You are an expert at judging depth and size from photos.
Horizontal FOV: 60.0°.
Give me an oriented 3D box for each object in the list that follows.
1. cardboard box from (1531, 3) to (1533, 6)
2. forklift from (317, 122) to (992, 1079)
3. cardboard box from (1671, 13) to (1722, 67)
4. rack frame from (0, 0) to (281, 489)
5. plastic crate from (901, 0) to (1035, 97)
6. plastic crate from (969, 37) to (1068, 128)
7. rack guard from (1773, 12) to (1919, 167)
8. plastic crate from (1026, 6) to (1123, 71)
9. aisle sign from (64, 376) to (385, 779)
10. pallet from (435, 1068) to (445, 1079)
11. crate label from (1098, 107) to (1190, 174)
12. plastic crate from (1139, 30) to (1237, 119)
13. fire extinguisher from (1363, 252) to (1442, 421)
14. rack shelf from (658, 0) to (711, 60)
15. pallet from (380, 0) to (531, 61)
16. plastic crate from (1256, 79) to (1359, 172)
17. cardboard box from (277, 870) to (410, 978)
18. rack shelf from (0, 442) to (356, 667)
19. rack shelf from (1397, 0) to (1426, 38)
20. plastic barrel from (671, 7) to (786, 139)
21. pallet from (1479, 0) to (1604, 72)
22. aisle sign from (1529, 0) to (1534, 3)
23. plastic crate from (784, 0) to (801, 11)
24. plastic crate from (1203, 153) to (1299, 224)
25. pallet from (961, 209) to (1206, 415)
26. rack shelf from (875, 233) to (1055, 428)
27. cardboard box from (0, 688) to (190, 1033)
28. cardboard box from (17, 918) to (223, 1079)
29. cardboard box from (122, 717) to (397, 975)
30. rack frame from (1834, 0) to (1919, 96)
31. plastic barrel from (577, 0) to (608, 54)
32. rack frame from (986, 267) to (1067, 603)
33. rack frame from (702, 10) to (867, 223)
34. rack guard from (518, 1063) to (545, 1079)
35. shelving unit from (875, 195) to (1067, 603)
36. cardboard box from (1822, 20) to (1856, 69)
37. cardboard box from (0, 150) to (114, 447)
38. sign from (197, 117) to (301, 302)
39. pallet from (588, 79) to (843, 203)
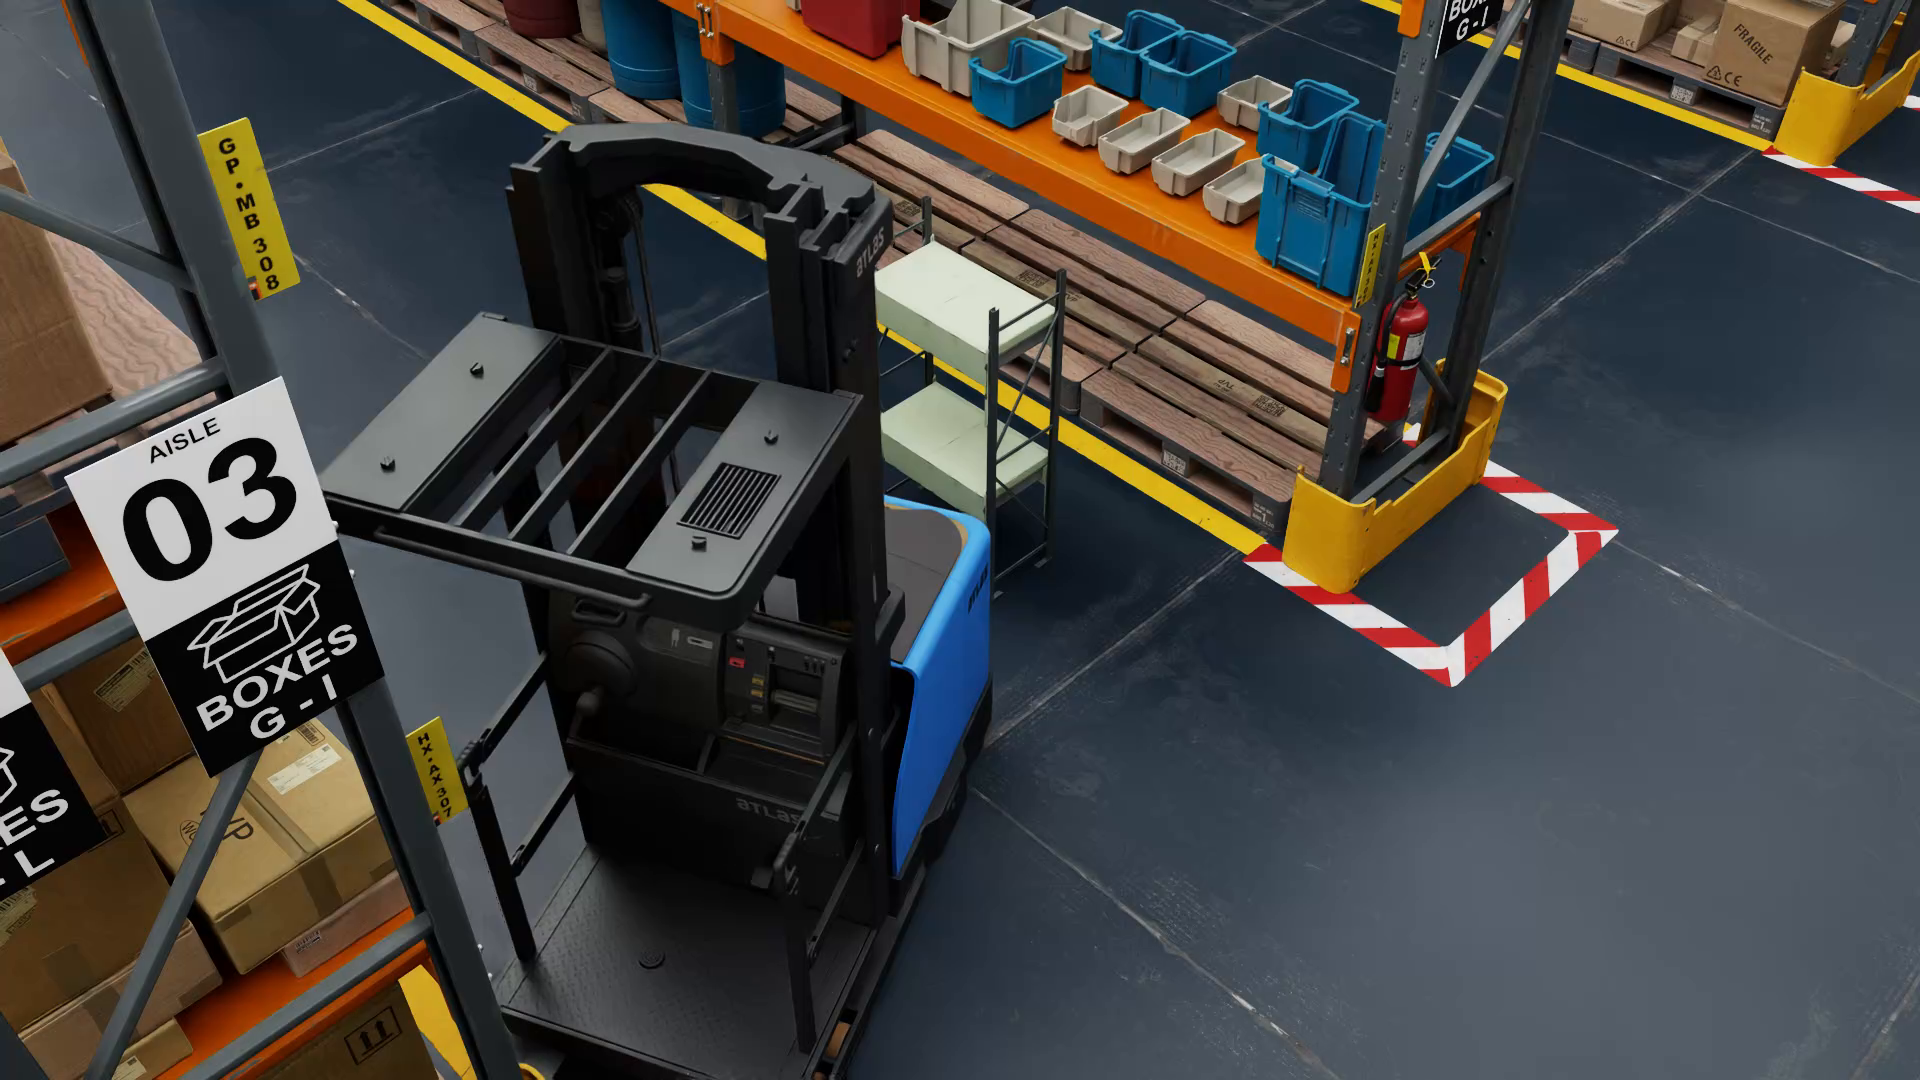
[{"bbox_3d":[3.905,-3.858,10.847,0.797,0.503,0.637,-34,53,-31],"label":"cardboard box"},{"bbox_3d":[-0.848,0.471,4.698,1.130,2.935,3.031,14,44,14],"label":"forklift"},{"bbox_3d":[4.618,-3.093,10.268,0.380,0.166,0.250,-34,53,-31],"label":"cardboard box"},{"bbox_3d":[-1.617,-1.048,1.871,1.000,3.000,0.127,-34,53,-31],"label":"rack frame"},{"bbox_3d":[0.013,-2.297,7.687,0.437,0.282,0.530,-34,53,-31],"label":"plastic crate"},{"bbox_3d":[0.258,-2.043,7.448,0.416,0.233,0.300,-34,53,-31],"label":"plastic crate"},{"bbox_3d":[5.345,-2.710,9.931,1.175,0.500,0.348,-34,53,-31],"label":"rack guard"},{"bbox_3d":[0.507,-2.373,7.876,0.293,0.136,0.466,-34,53,-31],"label":"plastic crate"},{"bbox_3d":[-1.354,0.091,3.143,0.394,0.787,0.004,-34,53,-31],"label":"aisle sign"},{"bbox_3d":[-2.237,1.832,5.229,1.003,0.211,1.213,-34,53,-31],"label":"pallet"},{"bbox_3d":[0.777,-1.717,7.166,0.396,0.136,0.243,-34,53,-31],"label":"crate label"},{"bbox_3d":[1.018,-2.089,7.497,0.416,0.233,0.300,-34,53,-31],"label":"plastic crate"},{"bbox_3d":[1.674,-0.763,6.315,0.296,0.674,0.183,-34,53,-31],"label":"fire extinguisher"},{"bbox_3d":[-2.348,-3.838,9.840,1.077,0.370,4.000,-34,53,-31],"label":"rack shelf"},{"bbox_3d":[-3.174,-3.680,11.194,1.003,0.211,1.213,-34,53,-31],"label":"pallet"},{"bbox_3d":[1.483,-1.772,7.154,0.416,0.233,0.300,-34,53,-31],"label":"plastic crate"},{"bbox_3d":[-1.634,0.918,4.348,0.380,0.149,0.250,-33,52,-31],"label":"cardboard box"},{"bbox_3d":[-3.030,-0.644,4.174,1.077,0.370,4.000,-34,53,-31],"label":"rack shelf"},{"bbox_3d":[0.477,-3.017,6.742,1.077,0.370,4.000,-34,53,-31],"label":"rack shelf"},{"bbox_3d":[-1.308,-2.794,9.418,0.600,0.901,0.708,-34,53,-31],"label":"plastic barrel"},{"bbox_3d":[3.924,-3.572,11.078,1.003,0.211,1.213,-34,53,-31],"label":"pallet"},{"bbox_3d":[2.151,-2.282,5.711,0.394,0.787,0.004,-34,53,-31],"label":"aisle sign"},{"bbox_3d":[-0.708,-2.774,8.309,0.396,0.136,0.243,-34,53,-31],"label":"plastic crate"},{"bbox_3d":[1.185,-1.449,6.876,0.396,0.136,0.243,-34,53,-31],"label":"plastic crate"},{"bbox_3d":[0.477,-1.196,8.506,1.003,0.211,1.213,-34,53,-31],"label":"pallet"},{"bbox_3d":[-0.005,-0.841,6.597,0.431,0.370,0.720,-34,53,-31],"label":"rack shelf"},{"bbox_3d":[-2.147,0.717,3.720,0.500,0.500,0.500,-33,52,-31],"label":"cardboard box"},{"bbox_3d":[-2.148,0.995,3.972,0.500,0.250,0.500,33,52,31],"label":"cardboard box"},{"bbox_3d":[-1.765,0.741,4.247,0.500,0.250,0.500,33,52,30],"label":"cardboard box"},{"bbox_3d":[5.399,-3.591,9.044,1.000,3.000,0.127,-34,53,-31],"label":"rack frame"},{"bbox_3d":[-2.143,-3.305,10.258,0.421,0.512,0.421,0,43,0],"label":"plastic barrel"},{"bbox_3d":[0.254,-0.378,6.672,0.400,1.500,0.023,-34,53,-31],"label":"rack frame"},{"bbox_3d":[-0.935,-3.141,8.556,1.000,3.000,0.127,-34,53,-31],"label":"rack frame"},{"bbox_3d":[-1.600,2.084,4.743,1.175,0.500,0.348,-34,53,-31],"label":"rack guard"},{"bbox_3d":[-0.005,-0.554,6.862,0.431,1.500,0.755,-34,53,-31],"label":"shelving unit"},{"bbox_3d":[5.347,-3.072,10.258,0.380,0.149,0.250,-34,53,-31],"label":"cardboard box"},{"bbox_3d":[-2.023,-0.399,2.922,0.500,0.500,0.700,31,51,29],"label":"cardboard box"},{"bbox_3d":[-1.220,-0.560,2.851,0.100,0.325,0.005,-34,53,-31],"label":"sign"},{"bbox_3d":[-1.451,-2.508,9.926,1.003,0.211,1.213,-34,53,-31],"label":"pallet"}]
